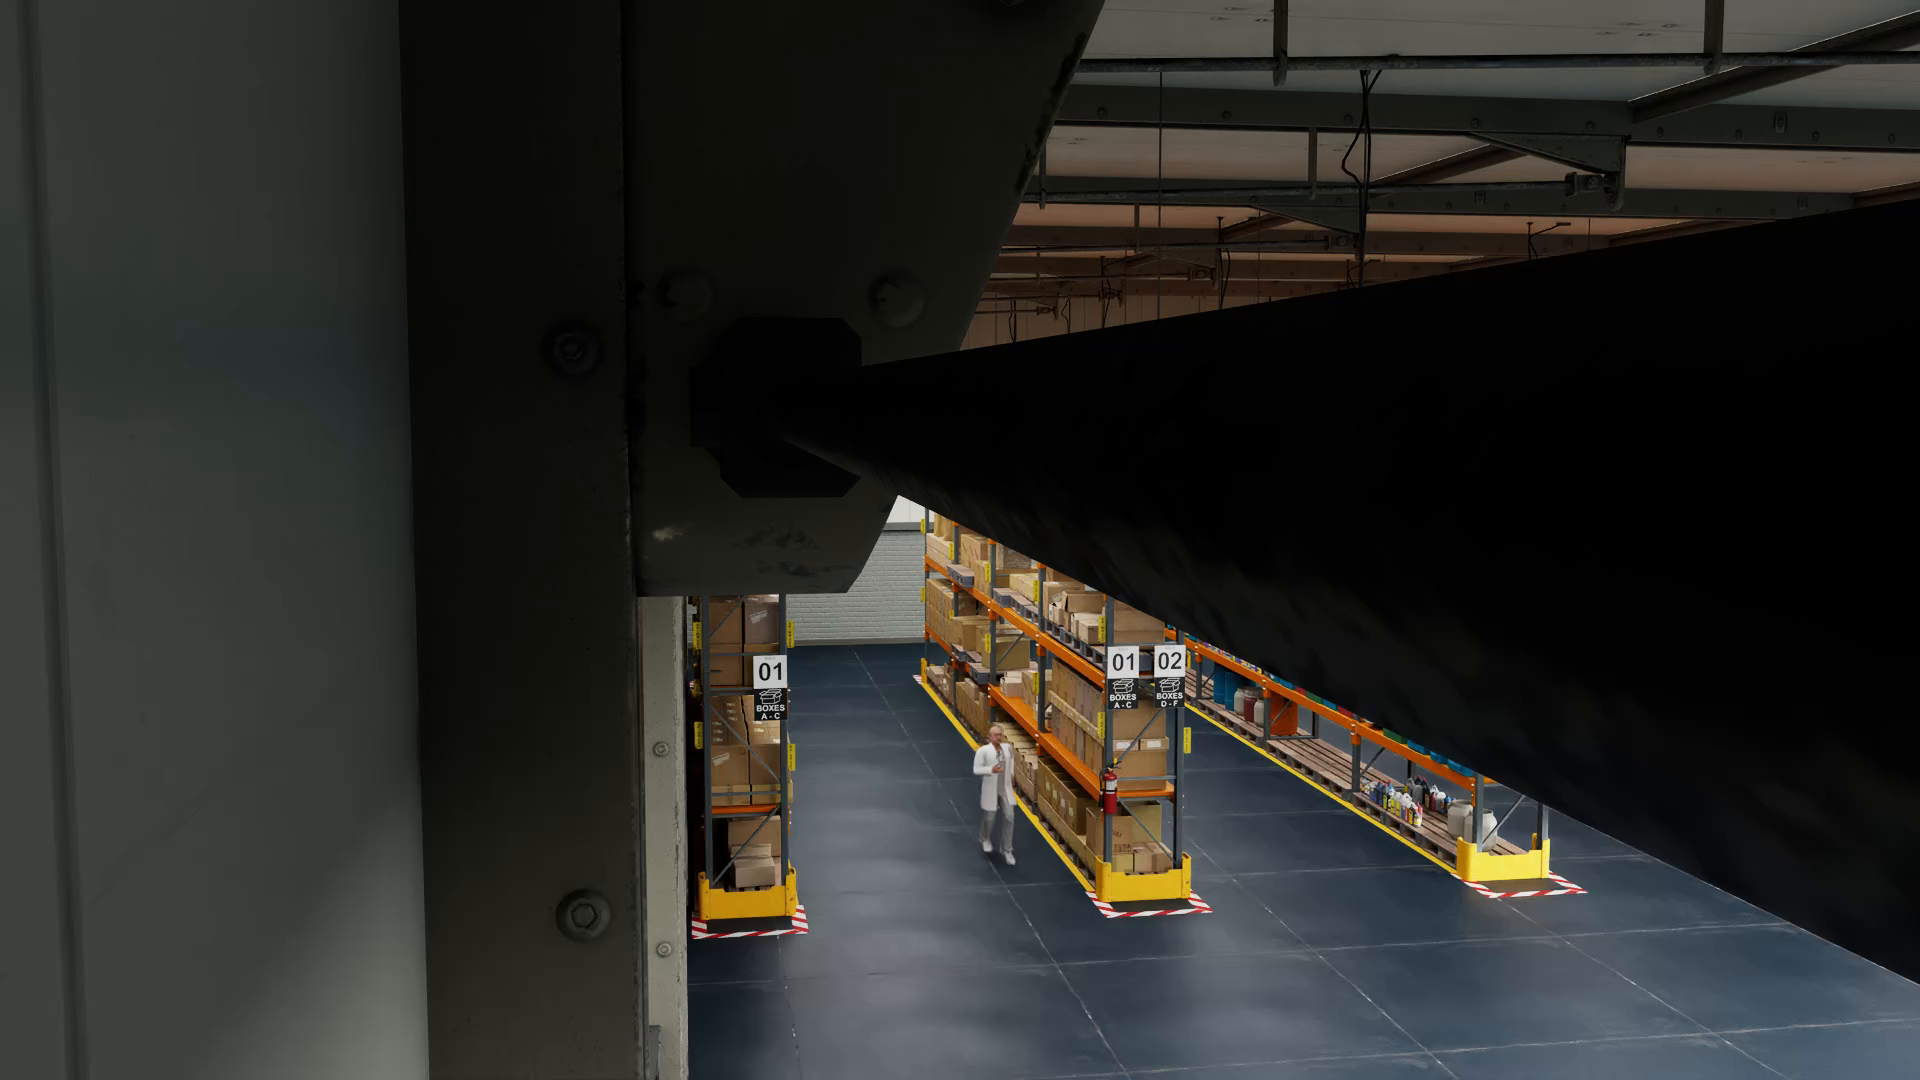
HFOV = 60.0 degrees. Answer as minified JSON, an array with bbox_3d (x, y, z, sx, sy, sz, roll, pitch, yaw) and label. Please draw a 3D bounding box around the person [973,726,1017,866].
[{"bbox_3d":[0.496,3.441,22.609,0.693,1.831,0.839,-2,5,-19],"label":"person"}]
